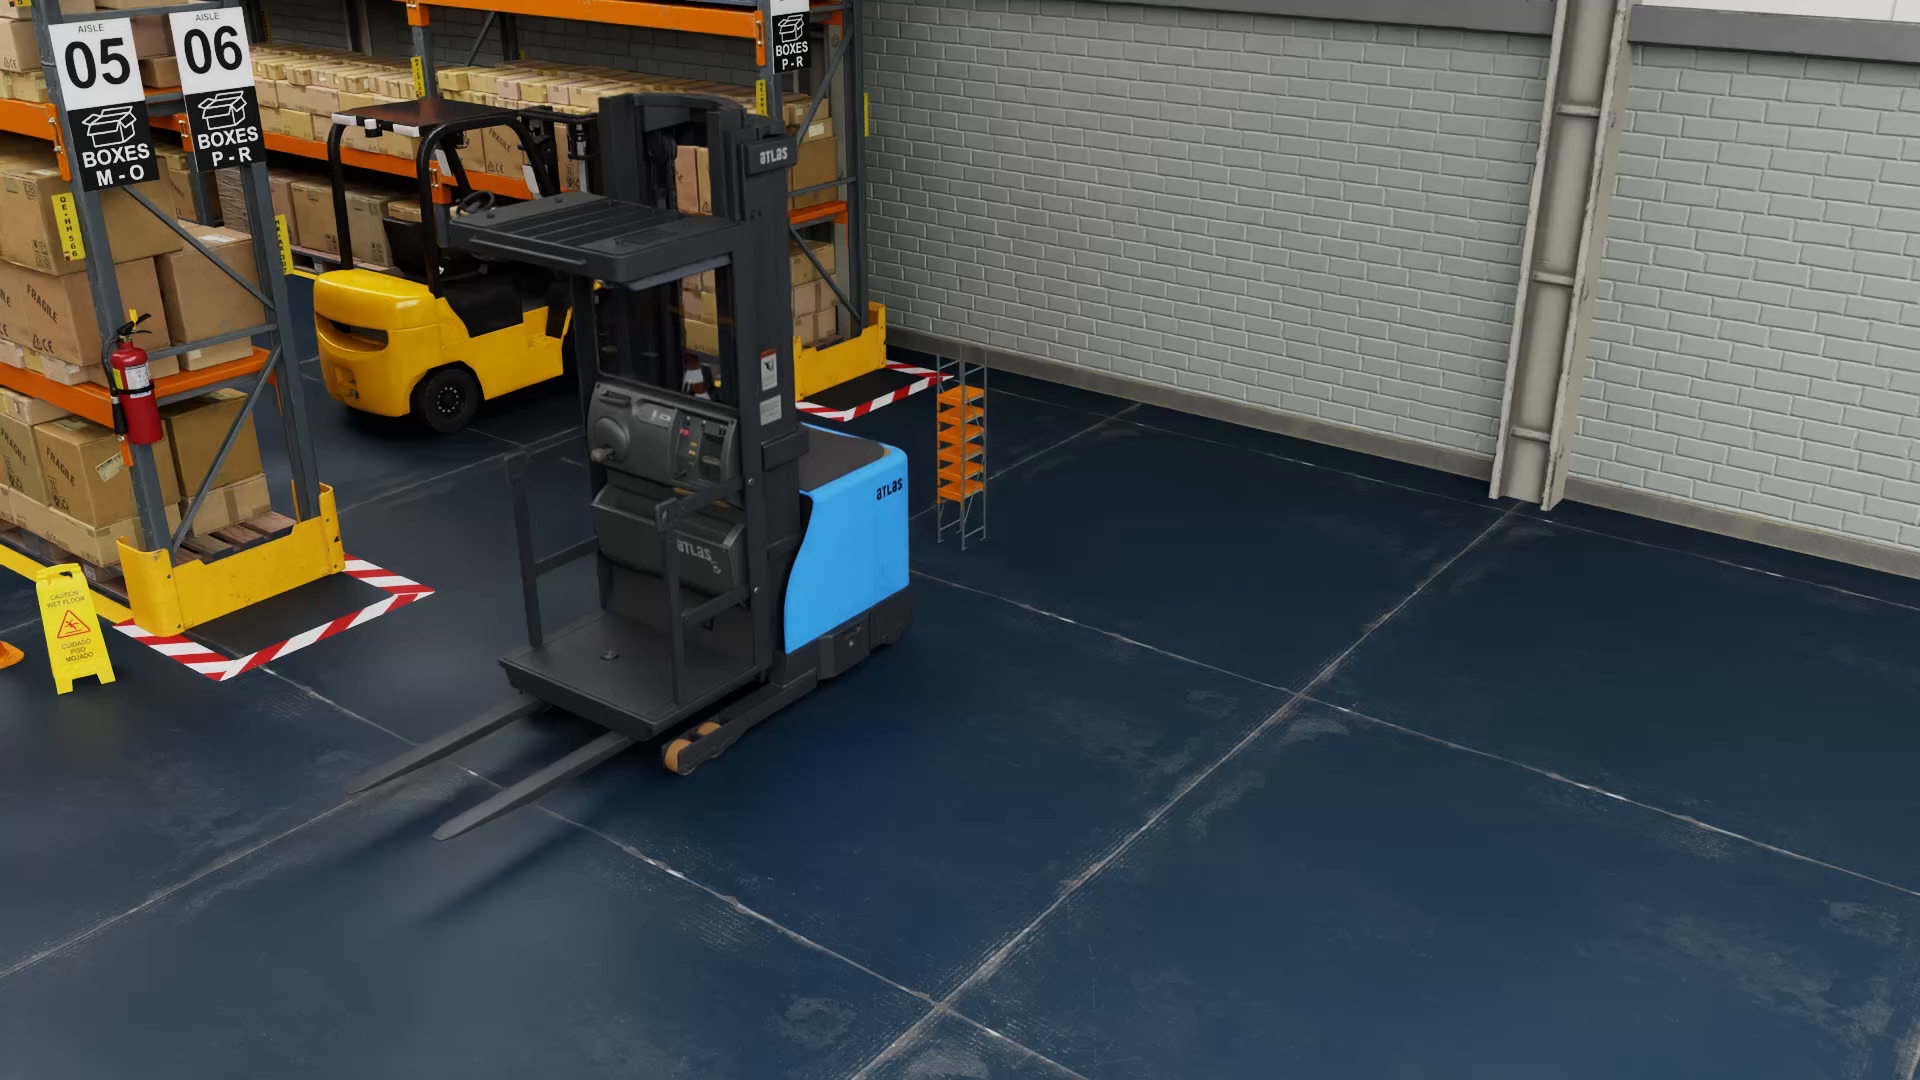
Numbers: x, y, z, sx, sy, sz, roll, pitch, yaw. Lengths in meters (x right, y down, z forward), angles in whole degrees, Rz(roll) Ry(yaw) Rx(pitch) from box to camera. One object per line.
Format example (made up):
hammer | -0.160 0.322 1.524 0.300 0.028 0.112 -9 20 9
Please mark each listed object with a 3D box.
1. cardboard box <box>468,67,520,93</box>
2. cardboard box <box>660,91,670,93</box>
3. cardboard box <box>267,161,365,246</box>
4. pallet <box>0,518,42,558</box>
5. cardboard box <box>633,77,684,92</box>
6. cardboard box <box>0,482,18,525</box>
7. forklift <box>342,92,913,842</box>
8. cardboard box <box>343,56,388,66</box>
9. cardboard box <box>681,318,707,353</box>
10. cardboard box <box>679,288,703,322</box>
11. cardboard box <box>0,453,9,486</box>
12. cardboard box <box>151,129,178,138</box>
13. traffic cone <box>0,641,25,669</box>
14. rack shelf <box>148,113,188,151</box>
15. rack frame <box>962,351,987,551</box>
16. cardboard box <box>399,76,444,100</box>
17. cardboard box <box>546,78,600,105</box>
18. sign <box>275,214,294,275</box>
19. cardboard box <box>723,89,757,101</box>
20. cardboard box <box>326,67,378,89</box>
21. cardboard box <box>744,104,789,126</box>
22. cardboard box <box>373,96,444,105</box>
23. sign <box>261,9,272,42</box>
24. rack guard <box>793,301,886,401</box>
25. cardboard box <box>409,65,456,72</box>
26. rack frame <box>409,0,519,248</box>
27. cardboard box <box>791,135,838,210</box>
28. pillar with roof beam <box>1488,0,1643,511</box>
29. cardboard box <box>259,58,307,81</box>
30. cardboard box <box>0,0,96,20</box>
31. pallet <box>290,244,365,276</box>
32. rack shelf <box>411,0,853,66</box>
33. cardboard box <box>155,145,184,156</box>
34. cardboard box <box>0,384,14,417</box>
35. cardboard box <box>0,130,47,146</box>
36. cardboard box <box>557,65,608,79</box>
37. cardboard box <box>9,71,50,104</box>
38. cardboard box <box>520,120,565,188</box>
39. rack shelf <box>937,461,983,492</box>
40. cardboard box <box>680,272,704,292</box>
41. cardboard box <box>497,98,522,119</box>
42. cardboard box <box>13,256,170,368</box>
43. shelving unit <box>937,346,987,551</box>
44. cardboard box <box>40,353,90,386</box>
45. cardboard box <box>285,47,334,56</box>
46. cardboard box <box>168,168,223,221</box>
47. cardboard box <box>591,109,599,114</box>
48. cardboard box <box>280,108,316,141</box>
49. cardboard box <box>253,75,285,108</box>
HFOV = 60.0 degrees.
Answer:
cardboard box | -3.926 -3.892 14.065 0.250 0.149 0.380 17 29 34
cardboard box | -2.360 -3.360 12.858 0.250 0.149 0.380 18 29 35
cardboard box | -6.459 -3.376 16.617 0.625 0.625 0.875 18 29 35
pallet | -5.712 -0.290 10.646 1.213 0.211 1.003 17 29 33
cardboard box | -2.437 -3.659 13.537 0.250 0.149 0.380 17 29 34
cardboard box | -5.690 -0.340 10.190 0.500 0.250 0.500 16 28 31
forklift | -1.530 -0.466 7.673 1.130 2.935 3.031 16 29 33
cardboard box | -5.622 -4.495 15.802 0.250 0.149 0.380 17 29 34
cardboard box | -2.034 -1.716 13.313 0.500 0.250 0.500 17 29 33
cardboard box | -2.048 -1.951 13.227 0.500 0.250 0.500 16 29 33
cardboard box | -5.667 -0.681 10.034 0.500 0.500 0.500 16 28 32
cardboard box | -8.775 -4.449 18.401 0.250 0.149 0.380 17 29 34
traffic cone | -5.168 0.429 8.703 0.334 0.463 0.336 17 29 33
rack shelf | -9.078 -4.736 18.170 4.000 0.370 1.077 17 29 33
rack frame | 0.085 -0.523 9.950 0.006 1.200 0.240 17 29 33
cardboard box | -4.683 -3.968 14.606 0.250 0.149 0.380 18 29 35
cardboard box | -3.121 -3.634 13.480 0.250 0.149 0.380 17 29 33
sign | -3.725 -1.616 9.123 0.005 0.325 0.100 17 29 33
cardboard box | -1.626 -3.409 12.970 0.250 0.149 0.380 17 29 34
cardboard box | -5.527 -4.205 15.144 0.250 0.149 0.380 16 28 32
cardboard box | -1.489 -3.144 12.368 0.250 0.149 0.380 17 29 33
cardboard box | -4.823 -3.810 14.744 0.500 0.250 0.500 16 28 32
sign | -7.147 -5.291 17.102 0.005 0.325 0.100 17 29 33
rack guard | -1.057 -1.497 13.028 0.348 0.500 1.175 17 29 33
cardboard box | -4.812 -4.253 15.255 0.250 0.149 0.380 17 29 33
rack frame | -4.277 -3.614 14.732 0.127 3.000 1.000 17 29 33
cardboard box | -1.306 -2.902 12.992 0.500 0.500 0.500 18 29 35
pillar with roof beam | 1.126 -3.011 5.924 0.400 9.000 9.100 17 29 33
cardboard box | -6.360 -4.443 15.685 0.250 0.149 0.380 18 29 34
cardboard box | -4.498 -2.654 8.155 0.250 0.149 0.380 17 29 34
pallet | -5.870 -2.798 16.340 1.213 0.211 1.003 17 29 33
rack shelf | -2.677 -4.174 13.175 4.000 0.370 1.077 17 29 33
cardboard box | -8.262 -4.020 17.429 0.250 0.149 0.380 15 28 31
cardboard box | -5.381 -0.857 9.629 0.250 0.149 0.380 17 29 34
cardboard box | -5.460 -1.952 9.227 0.500 0.500 0.700 16 29 33
cardboard box | -3.207 -3.939 14.172 0.250 0.149 0.380 16 28 32
cardboard box | -4.503 -2.298 8.337 0.250 0.149 0.380 17 29 34
cardboard box | -3.246 -3.226 13.727 0.500 0.500 0.500 16 29 33
rack shelf | 0.012 -0.395 10.066 0.180 0.103 0.258 17 29 33
cardboard box | -2.044 -2.171 13.105 0.500 0.250 0.500 17 29 34
cardboard box | -3.593 -3.595 13.761 0.250 0.149 0.380 18 29 34
cardboard box | -4.650 -1.269 8.916 0.500 0.500 0.500 16 29 32
shelving unit | 0.012 -0.546 10.000 0.189 1.200 0.258 17 29 33
cardboard box | -4.747 -0.976 9.057 0.250 0.149 0.380 16 29 33
cardboard box | -6.411 -4.764 16.414 0.250 0.149 0.380 16 28 32
cardboard box | -7.945 -3.663 17.422 0.500 0.500 0.500 18 29 35
cardboard box | -2.709 -3.375 13.260 0.250 0.149 0.380 17 29 33
cardboard box | -6.039 -3.955 15.692 0.500 0.250 0.500 18 29 35
cardboard box | -6.461 -4.302 15.859 0.500 0.250 0.500 16 28 32
